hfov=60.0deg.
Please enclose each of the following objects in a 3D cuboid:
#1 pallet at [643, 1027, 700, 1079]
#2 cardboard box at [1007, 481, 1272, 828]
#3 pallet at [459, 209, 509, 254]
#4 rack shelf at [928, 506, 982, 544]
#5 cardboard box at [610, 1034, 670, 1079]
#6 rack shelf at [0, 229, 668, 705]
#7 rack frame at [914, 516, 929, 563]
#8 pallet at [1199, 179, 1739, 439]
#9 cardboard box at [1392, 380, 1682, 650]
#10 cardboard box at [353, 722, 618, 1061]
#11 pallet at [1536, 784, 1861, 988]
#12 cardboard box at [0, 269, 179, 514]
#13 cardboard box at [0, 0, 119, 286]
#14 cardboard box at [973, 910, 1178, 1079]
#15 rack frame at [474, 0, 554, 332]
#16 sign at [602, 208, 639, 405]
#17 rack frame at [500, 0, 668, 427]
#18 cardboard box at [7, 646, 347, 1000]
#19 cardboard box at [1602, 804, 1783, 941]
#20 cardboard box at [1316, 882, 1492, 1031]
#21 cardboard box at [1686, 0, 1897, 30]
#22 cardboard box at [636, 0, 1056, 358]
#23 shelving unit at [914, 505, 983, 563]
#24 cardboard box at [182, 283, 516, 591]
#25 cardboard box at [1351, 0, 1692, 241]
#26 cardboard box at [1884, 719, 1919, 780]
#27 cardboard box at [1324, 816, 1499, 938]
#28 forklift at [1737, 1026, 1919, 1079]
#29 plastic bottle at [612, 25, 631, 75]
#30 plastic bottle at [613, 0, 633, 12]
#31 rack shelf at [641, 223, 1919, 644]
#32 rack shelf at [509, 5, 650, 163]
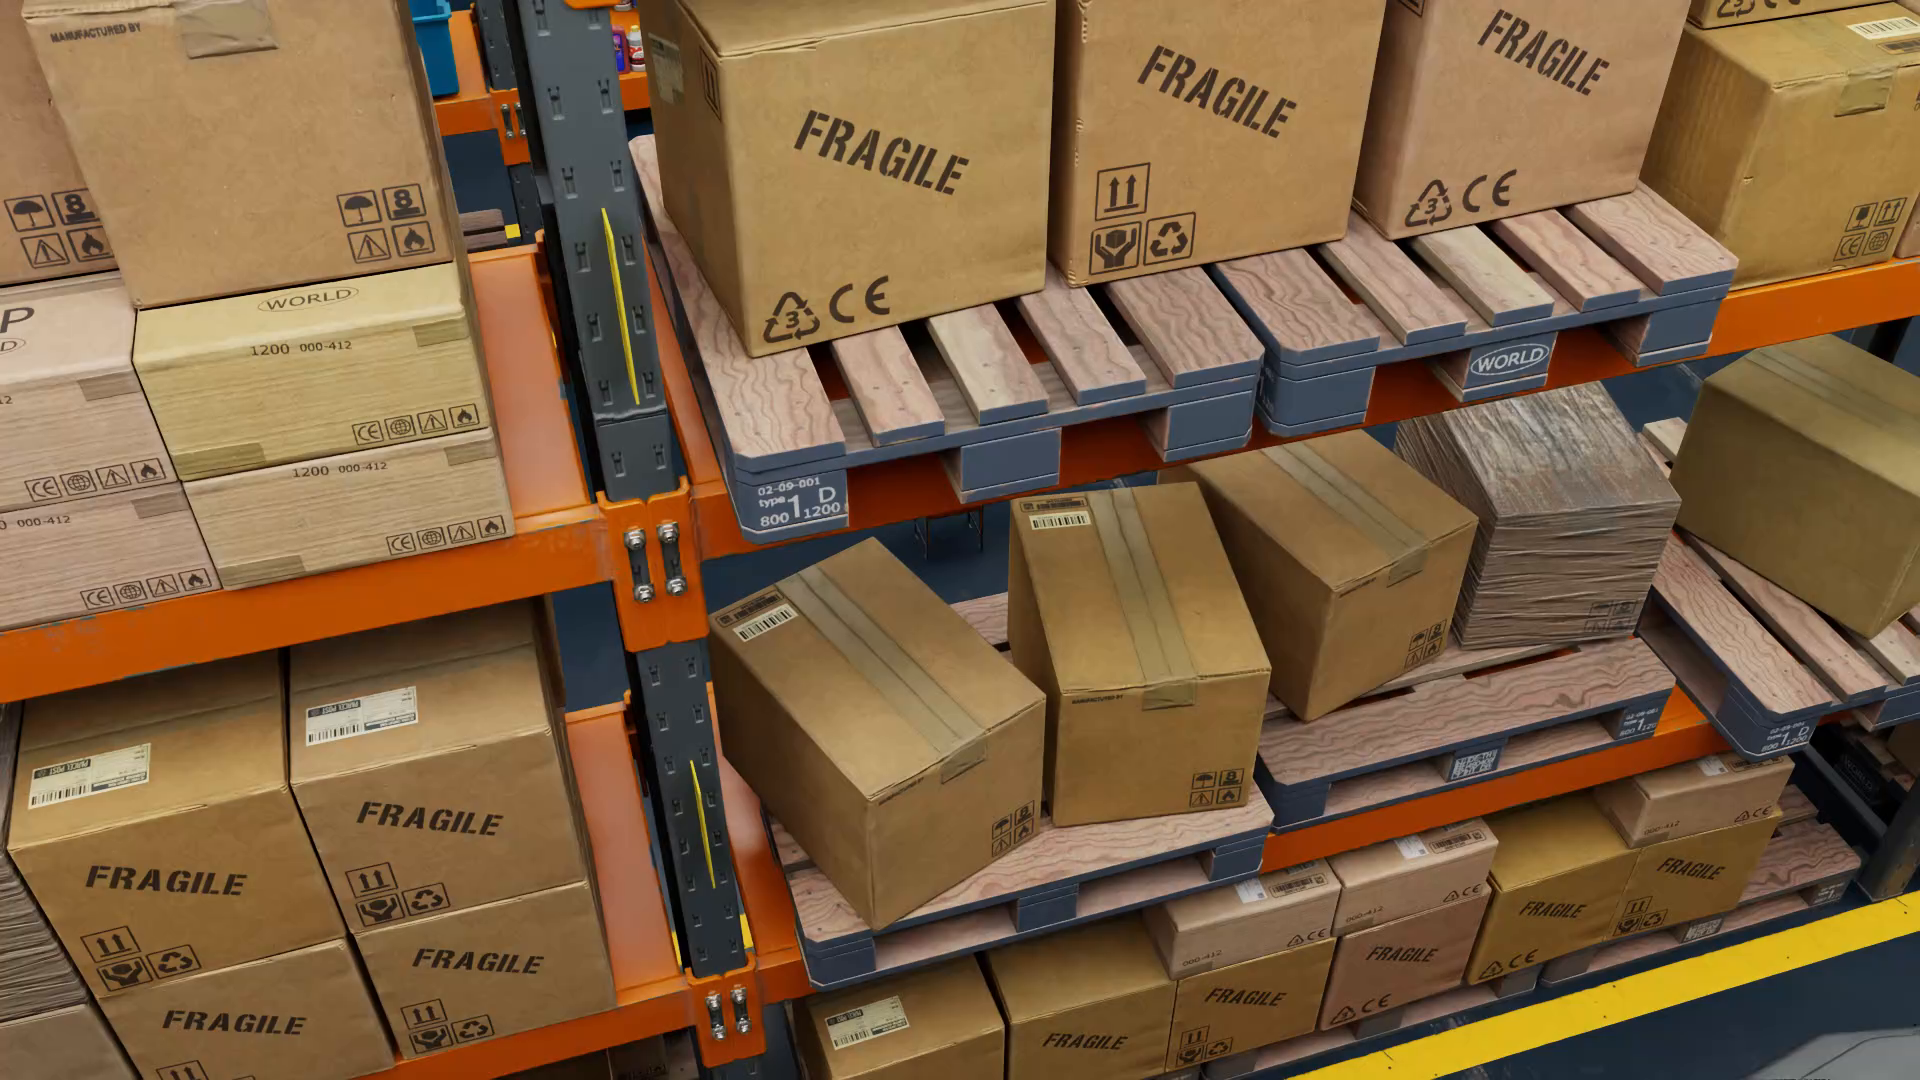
[{"bbox_3d":[-1.383,1.790,5.041,1.213,0.211,1.003,-12,42,-13],"label":"pallet"},{"bbox_3d":[0.428,0.280,4.254,0.500,0.500,0.700,-5,41,-6],"label":"cardboard box"},{"bbox_3d":[-2.902,-1.285,8.560,1.213,0.211,1.003,-12,42,-13],"label":"pallet"},{"bbox_3d":[-0.051,-0.168,7.082,0.240,0.259,0.215,-12,42,-13],"label":"rack shelf"},{"bbox_3d":[-1.193,1.399,5.078,0.500,0.311,0.500,-12,42,-13],"label":"cardboard box"},{"bbox_3d":[-2.635,0.141,3.075,4.000,0.370,1.077,-12,42,-13],"label":"rack shelf"},{"bbox_3d":[-0.167,-0.361,6.865,0.008,1.050,0.200,-12,42,-13],"label":"rack frame"},{"bbox_3d":[0.904,-0.746,3.687,1.003,0.211,1.213,-12,42,-13],"label":"pallet"},{"bbox_3d":[1.591,-0.125,4.718,0.500,0.500,0.700,-4,41,-5],"label":"cardboard box"},{"bbox_3d":[-1.128,0.827,3.947,0.500,0.500,0.500,-11,42,-12],"label":"cardboard box"},{"bbox_3d":[2.364,0.988,5.958,1.213,0.211,1.003,-12,42,-13],"label":"pallet"},{"bbox_3d":[-1.588,-0.293,2.760,0.500,0.250,0.500,-12,42,-13],"label":"cardboard box"},{"bbox_3d":[-1.700,-0.809,2.780,0.500,0.500,0.700,-12,42,-13],"label":"cardboard box"},{"bbox_3d":[0.312,1.325,5.018,0.500,0.500,0.500,-11,42,-12],"label":"cardboard box"},{"bbox_3d":[-2.212,-2.504,7.837,0.127,3.000,1.000,-12,42,-13],"label":"rack frame"},{"bbox_3d":[-0.558,-0.380,2.733,0.005,0.325,0.100,-12,42,-13],"label":"sign"},{"bbox_3d":[-0.728,-1.654,2.304,0.127,3.000,1.000,-12,42,-13],"label":"rack frame"},{"bbox_3d":[-1.620,0.556,3.498,0.500,0.500,0.500,-12,43,-14],"label":"cardboard box"},{"bbox_3d":[2.266,0.922,5.480,0.500,0.500,0.500,-10,42,-11],"label":"cardboard box"},{"bbox_3d":[1.273,1.132,5.240,0.500,0.500,0.500,-13,43,-15],"label":"cardboard box"},{"bbox_3d":[1.697,-1.446,3.509,0.500,0.500,0.500,-12,42,-13],"label":"cardboard box"},{"bbox_3d":[-0.225,-0.812,3.148,0.600,0.600,0.600,-16,43,-17],"label":"cardboard box"},{"bbox_3d":[-0.051,-0.385,6.893,0.252,1.050,0.215,-12,42,-13],"label":"shelving unit"},{"bbox_3d":[-1.112,-0.205,3.039,0.500,0.250,0.500,-12,42,-13],"label":"cardboard box"},{"bbox_3d":[1.046,-1.077,3.452,0.600,0.600,0.600,-13,43,-15],"label":"cardboard box"},{"bbox_3d":[3.675,0.772,5.857,0.500,0.250,0.500,-12,43,-13],"label":"cardboard box"},{"bbox_3d":[1.239,0.858,4.983,0.500,0.250,0.500,-12,43,-14],"label":"cardboard box"},{"bbox_3d":[1.342,2.214,2.488,1.130,2.935,3.031,-19,45,-20],"label":"forklift"},{"bbox_3d":[-1.607,-2.291,7.682,0.133,0.283,0.061,-12,42,-13],"label":"plastic bottle"},{"bbox_3d":[-1.685,-2.739,8.256,0.097,0.201,0.097,0,41,0],"label":"plastic bottle"},{"bbox_3d":[1.180,-0.649,3.980,4.000,0.370,1.077,-12,42,-13],"label":"rack shelf"},{"bbox_3d":[-0.305,-2.629,8.526,4.000,0.370,1.077,-12,42,-13],"label":"rack shelf"}]
